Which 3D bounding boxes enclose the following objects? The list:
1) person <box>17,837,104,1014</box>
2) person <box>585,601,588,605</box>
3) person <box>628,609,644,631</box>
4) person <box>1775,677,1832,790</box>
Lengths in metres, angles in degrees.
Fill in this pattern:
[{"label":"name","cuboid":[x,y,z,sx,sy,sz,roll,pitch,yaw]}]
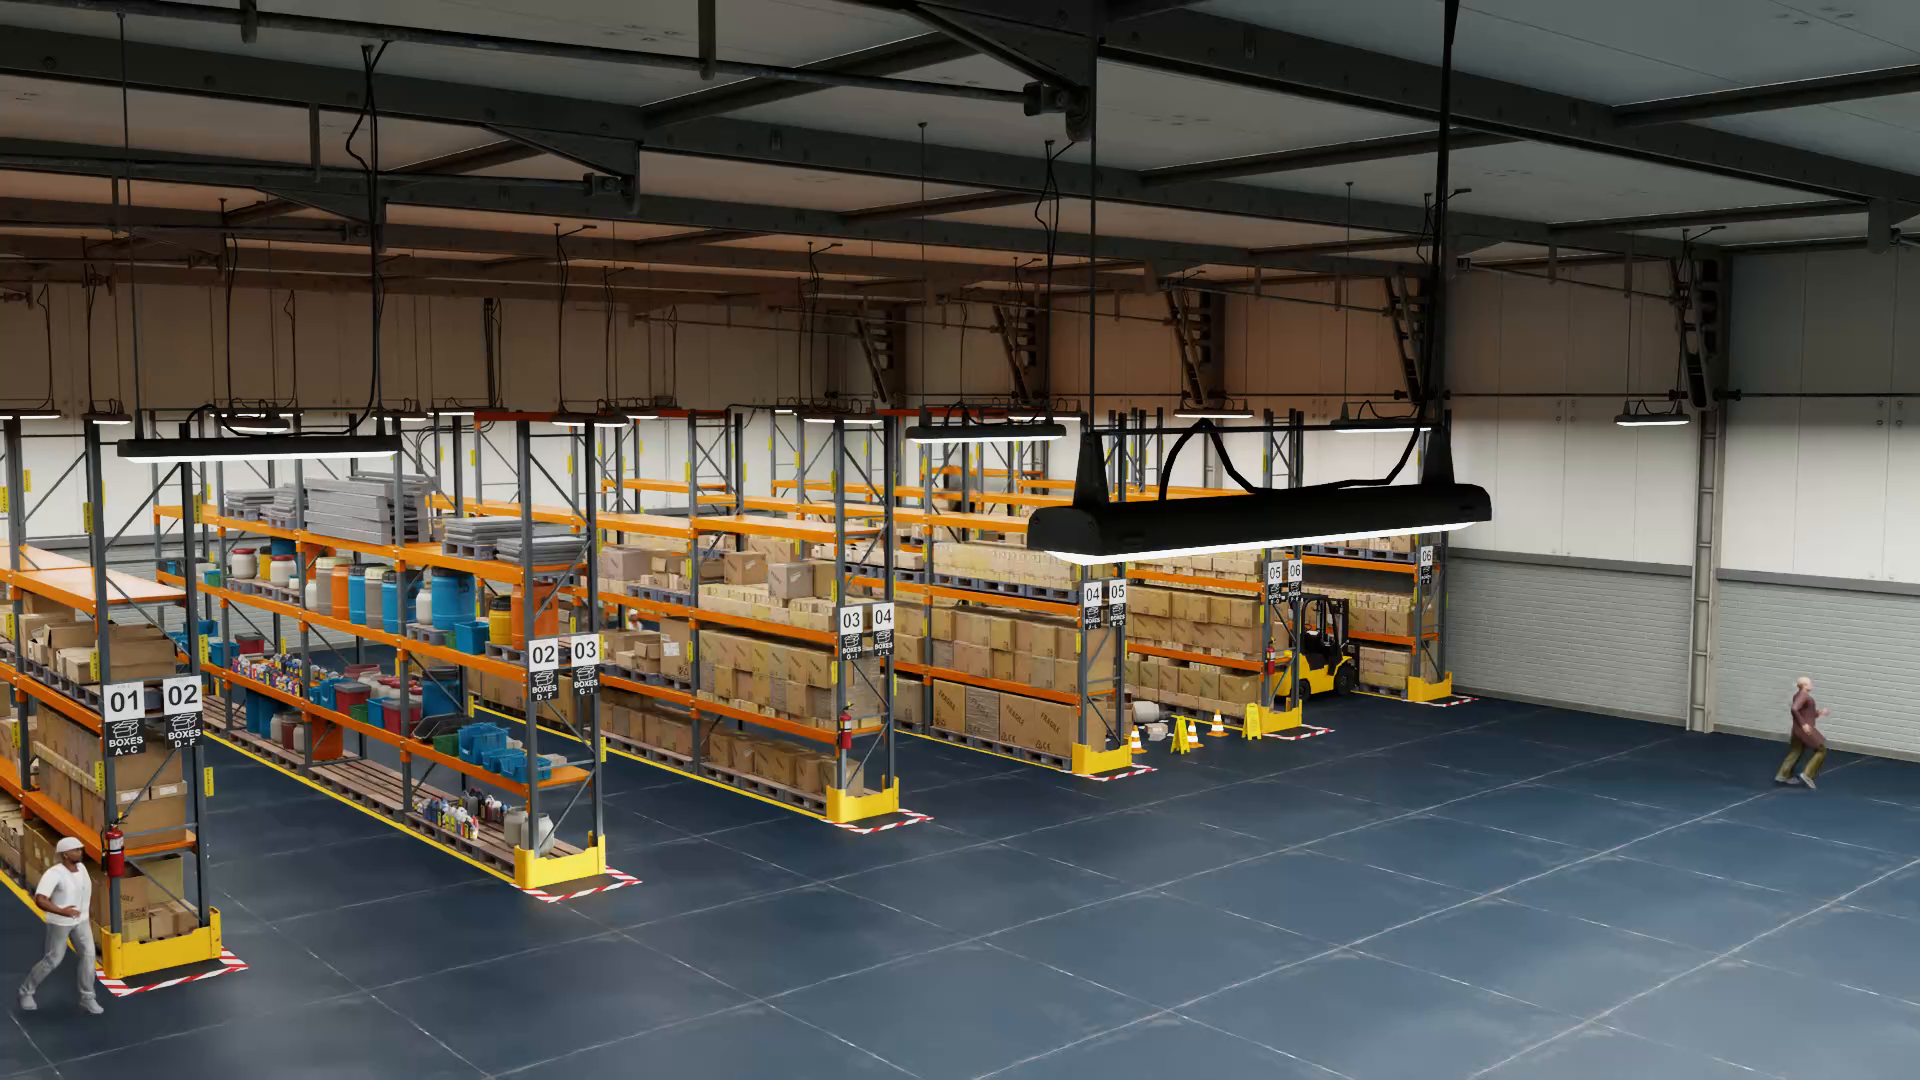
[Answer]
[{"label":"person","cuboid":[-9.161,3.946,17.137,0.915,1.766,0.758,1,5,15]},{"label":"person","cuboid":[-8.511,2.210,37.938,0.607,1.581,0.494,-5,7,-42]},{"label":"person","cuboid":[-7.007,2.341,35.659,0.634,1.733,0.659,4,7,40]},{"label":"person","cuboid":[13.562,3.108,26.706,0.801,1.825,0.672,1,5,7]}]
